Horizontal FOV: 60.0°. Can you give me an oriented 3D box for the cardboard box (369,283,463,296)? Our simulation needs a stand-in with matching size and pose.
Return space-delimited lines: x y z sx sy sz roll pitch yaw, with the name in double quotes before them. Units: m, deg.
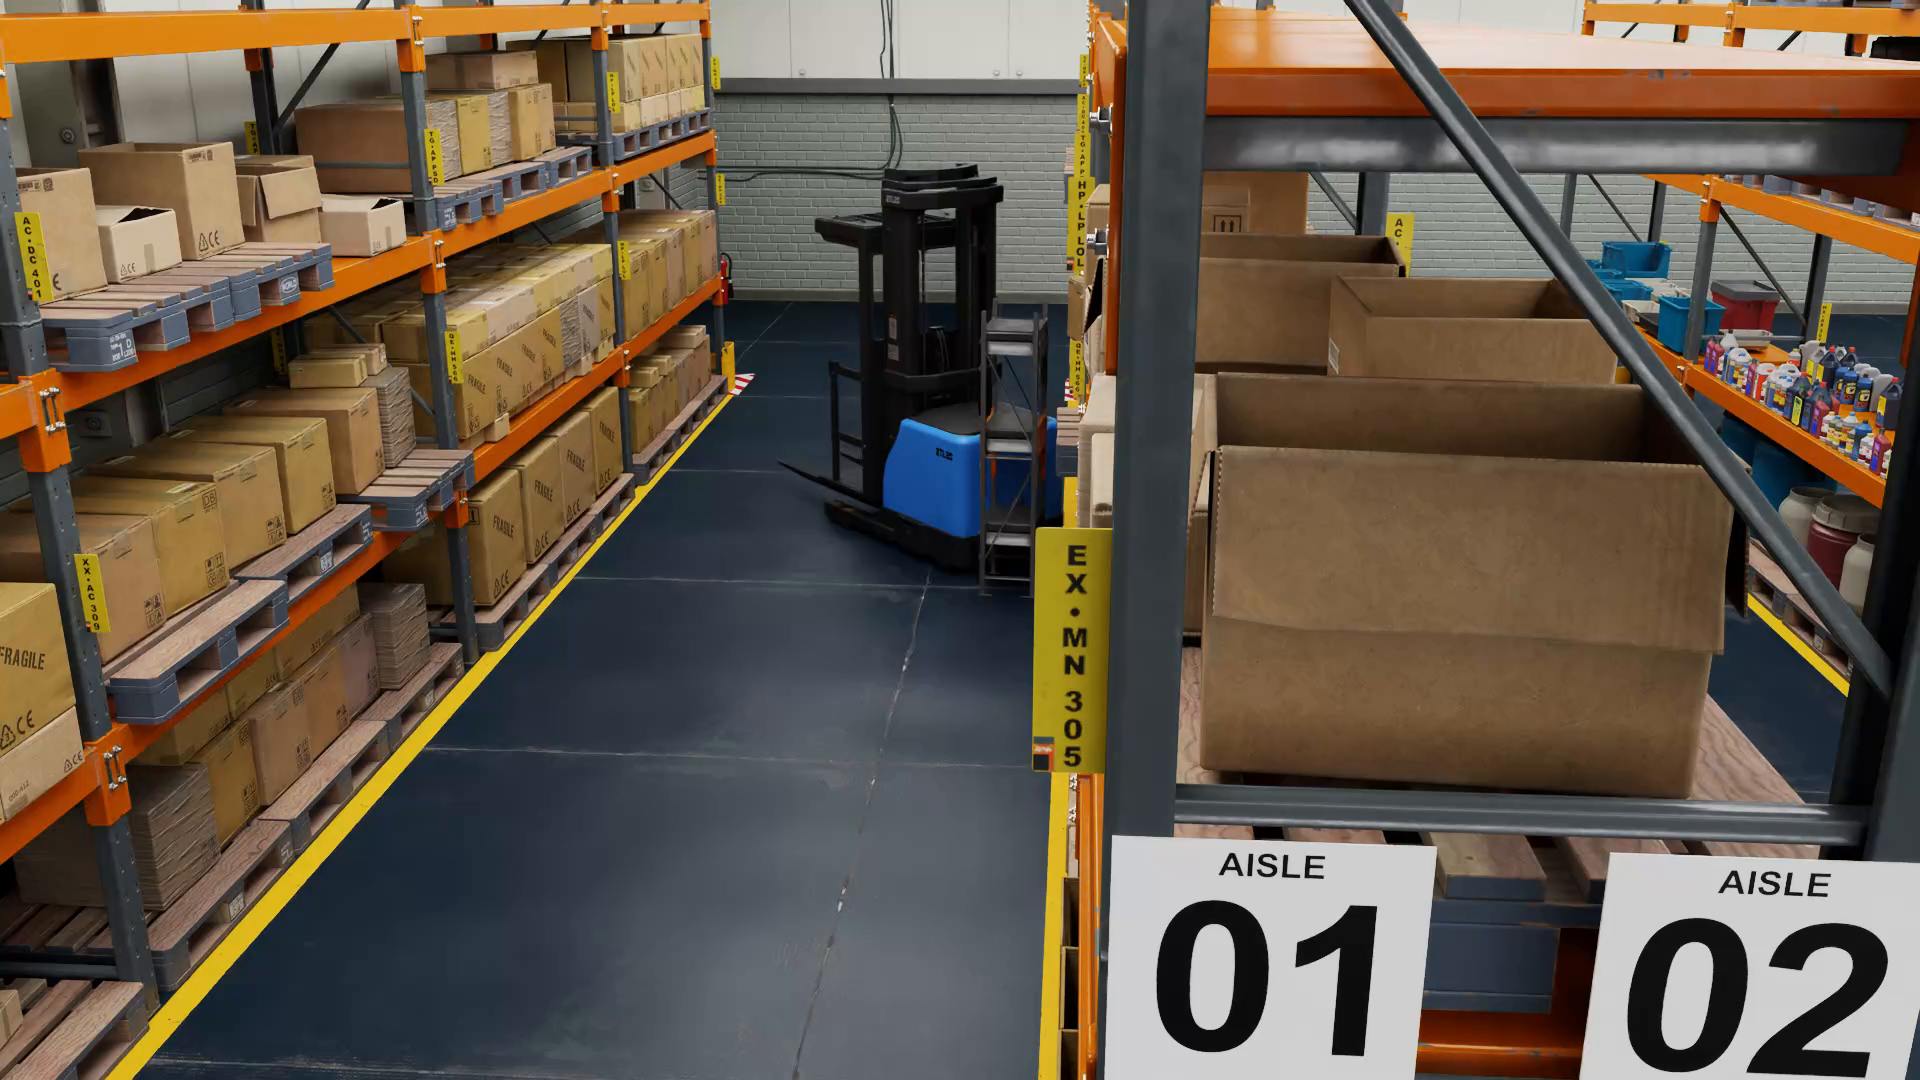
"cardboard box" -3.831 -1.650 11.766 0.500 0.250 0.500 1 18 3

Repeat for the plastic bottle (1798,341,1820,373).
"plastic bottle" 6.777 -1.461 13.264 0.152 0.276 0.135 1 18 4

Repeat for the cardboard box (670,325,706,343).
"cardboard box" -2.890 -2.170 17.525 0.380 0.149 0.250 1 18 3

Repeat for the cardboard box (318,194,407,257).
"cardboard box" -3.468 -1.791 9.367 0.500 0.311 0.500 1 18 4

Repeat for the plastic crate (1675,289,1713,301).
"plastic crate" 6.776 -2.092 15.084 0.437 0.282 0.530 1 18 4

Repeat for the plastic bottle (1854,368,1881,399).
"plastic bottle" 6.705 -1.149 12.312 0.152 0.276 0.135 1 18 4

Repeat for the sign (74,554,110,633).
"sign" -3.431 0.212 6.568 0.100 0.325 0.005 1 18 4

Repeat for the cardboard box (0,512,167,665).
"cardboard box" -3.902 0.200 7.129 0.700 0.500 0.500 1 18 4

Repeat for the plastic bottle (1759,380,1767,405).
"plastic bottle" 5.967 -1.097 12.273 0.097 0.201 0.097 0 18 0

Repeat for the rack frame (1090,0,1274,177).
"rack frame" 1.255 -3.370 9.256 1.000 3.000 0.127 1 18 4

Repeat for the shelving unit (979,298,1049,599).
"shelving unit" 0.390 -0.657 12.057 0.431 2.100 0.503 3 18 10

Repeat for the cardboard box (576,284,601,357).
"cardboard box" -3.207 -1.762 13.311 0.500 0.500 0.500 1 18 4

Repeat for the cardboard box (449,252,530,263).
"cardboard box" -3.723 -2.126 13.219 0.500 0.250 0.500 1 18 5

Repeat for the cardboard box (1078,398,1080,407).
"cardboard box" 1.300 -0.966 14.862 0.500 0.500 0.500 1 18 4

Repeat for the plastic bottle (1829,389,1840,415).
"plastic bottle" 6.038 -0.896 11.528 0.061 0.283 0.133 1 18 4

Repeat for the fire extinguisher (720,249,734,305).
"fire extinguisher" -2.641 -2.936 18.288 0.296 0.674 0.183 1 18 4

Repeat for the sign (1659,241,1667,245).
"sign" 7.319 -2.962 17.384 0.100 0.325 0.005 1 18 4

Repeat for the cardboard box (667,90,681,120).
"cardboard box" -2.969 -4.158 15.883 0.500 0.250 0.500 1 18 2

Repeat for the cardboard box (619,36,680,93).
"cardboard box" -2.968 -4.520 15.784 0.500 0.500 0.500 0 18 1

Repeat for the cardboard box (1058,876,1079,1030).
"cardboard box" 0.623 1.611 6.227 0.500 0.500 0.500 1 18 4

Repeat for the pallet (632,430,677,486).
"pallet" -3.267 -0.780 15.465 1.003 0.211 1.213 1 18 4

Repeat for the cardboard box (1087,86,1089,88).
"cardboard box" 1.532 -4.442 16.782 0.500 0.250 0.500 1 18 4

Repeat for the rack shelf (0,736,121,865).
"rack shelf" -4.116 1.577 4.949 1.077 0.370 4.000 1 18 4

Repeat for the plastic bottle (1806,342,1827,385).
"plastic bottle" 6.599 -1.337 12.764 0.144 0.351 0.185 1 18 4

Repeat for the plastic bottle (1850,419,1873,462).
"plastic bottle" 5.856 -0.649 10.793 0.097 0.271 0.097 0 18 0

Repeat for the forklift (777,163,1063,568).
"forklift" -0.469 -1.577 13.528 1.130 2.935 3.031 -13 22 -34

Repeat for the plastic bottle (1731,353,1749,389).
"plastic bottle" 6.007 -1.304 12.793 0.097 0.271 0.097 0 18 0

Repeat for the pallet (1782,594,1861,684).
"pallet" 6.211 0.672 11.033 1.003 0.211 1.213 1 18 4

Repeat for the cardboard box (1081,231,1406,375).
"cardboard box" 0.725 -0.509 4.276 0.797 0.503 0.637 3 18 10

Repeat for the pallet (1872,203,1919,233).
"pallet" 6.348 -1.978 10.130 1.003 0.211 1.213 1 18 4

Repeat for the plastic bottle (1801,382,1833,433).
"plastic bottle" 5.934 -0.923 11.501 0.144 0.351 0.185 1 18 4

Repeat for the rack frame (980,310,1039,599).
"rack frame" 0.346 -0.583 11.829 0.400 2.100 0.015 3 18 10

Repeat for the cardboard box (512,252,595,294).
"cardboard box" -3.224 -2.116 13.190 0.500 0.250 0.500 2 18 5

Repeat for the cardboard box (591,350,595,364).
"cardboard box" -3.199 -1.491 13.529 0.380 0.149 0.250 2 18 6

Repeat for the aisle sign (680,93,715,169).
"aisle sign" -2.808 -4.364 17.750 0.394 0.787 0.004 1 18 4

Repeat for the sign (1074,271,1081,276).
"sign" 1.000 -2.183 13.876 0.100 0.325 0.005 1 18 4

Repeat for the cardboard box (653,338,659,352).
"cardboard box" -3.307 -2.022 17.074 0.380 0.149 0.250 1 18 4

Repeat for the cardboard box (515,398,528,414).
"cardboard box" -3.367 -1.016 12.078 0.380 0.149 0.250 2 18 5

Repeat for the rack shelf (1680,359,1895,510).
"rack shelf" 6.339 -0.687 11.857 1.077 0.370 4.000 1 18 4

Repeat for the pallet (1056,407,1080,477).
"pallet" 1.234 -0.640 10.867 1.213 0.211 1.003 1 18 4

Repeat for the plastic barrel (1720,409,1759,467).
"plastic barrel" 6.426 -0.684 13.387 0.600 0.901 0.708 1 18 4

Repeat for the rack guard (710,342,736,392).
"rack guard" -3.111 -1.933 18.519 1.175 0.500 0.348 1 18 4

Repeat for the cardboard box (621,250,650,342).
"cardboard box" -3.344 -2.182 14.782 0.980 0.700 0.700 2 18 5

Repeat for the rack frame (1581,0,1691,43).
"rack frame" 6.769 -5.743 16.498 1.000 3.000 0.127 1 18 4

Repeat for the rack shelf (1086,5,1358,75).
"rack shelf" 1.112 -2.217 7.535 1.077 0.370 4.000 1 18 4

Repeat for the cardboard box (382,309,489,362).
"cardboard box" -3.394 -1.327 10.782 0.500 0.250 0.500 2 18 5

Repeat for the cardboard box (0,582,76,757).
"cardboard box" -3.698 0.473 6.167 0.500 0.500 0.500 1 18 4

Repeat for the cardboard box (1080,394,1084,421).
"cardboard box" 1.188 -0.964 10.714 0.700 0.500 0.500 -5 19 -15

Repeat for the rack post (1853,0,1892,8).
"rack post" 6.464 -3.632 10.857 0.937 0.300 0.954 3 18 10

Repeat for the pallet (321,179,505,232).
"pallet" -3.693 -2.165 10.700 1.213 0.211 1.003 2 18 6

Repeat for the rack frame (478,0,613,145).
"rack frame" -3.399 -4.722 13.381 1.000 3.000 0.127 1 18 4

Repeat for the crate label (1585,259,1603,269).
"crate label" 6.423 -2.772 17.237 0.416 0.233 0.303 1 18 4

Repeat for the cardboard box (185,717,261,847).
"cardboard box" -3.949 1.202 8.245 0.700 0.500 0.500 1 18 3

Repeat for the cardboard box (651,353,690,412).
"cardboard box" -3.134 -1.594 16.809 0.700 0.500 0.500 1 18 2

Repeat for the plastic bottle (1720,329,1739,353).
"plastic bottle" 6.131 -1.512 13.298 0.144 0.351 0.185 1 18 4

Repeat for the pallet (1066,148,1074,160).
"pallet" 1.425 -2.897 12.930 1.213 0.211 1.003 1 18 4

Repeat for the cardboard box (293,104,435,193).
"cardboard box" -3.709 -2.460 10.428 0.700 0.500 0.500 0 18 0

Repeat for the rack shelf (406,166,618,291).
"rack shelf" -3.542 -2.333 12.065 1.077 0.370 4.000 1 18 4
